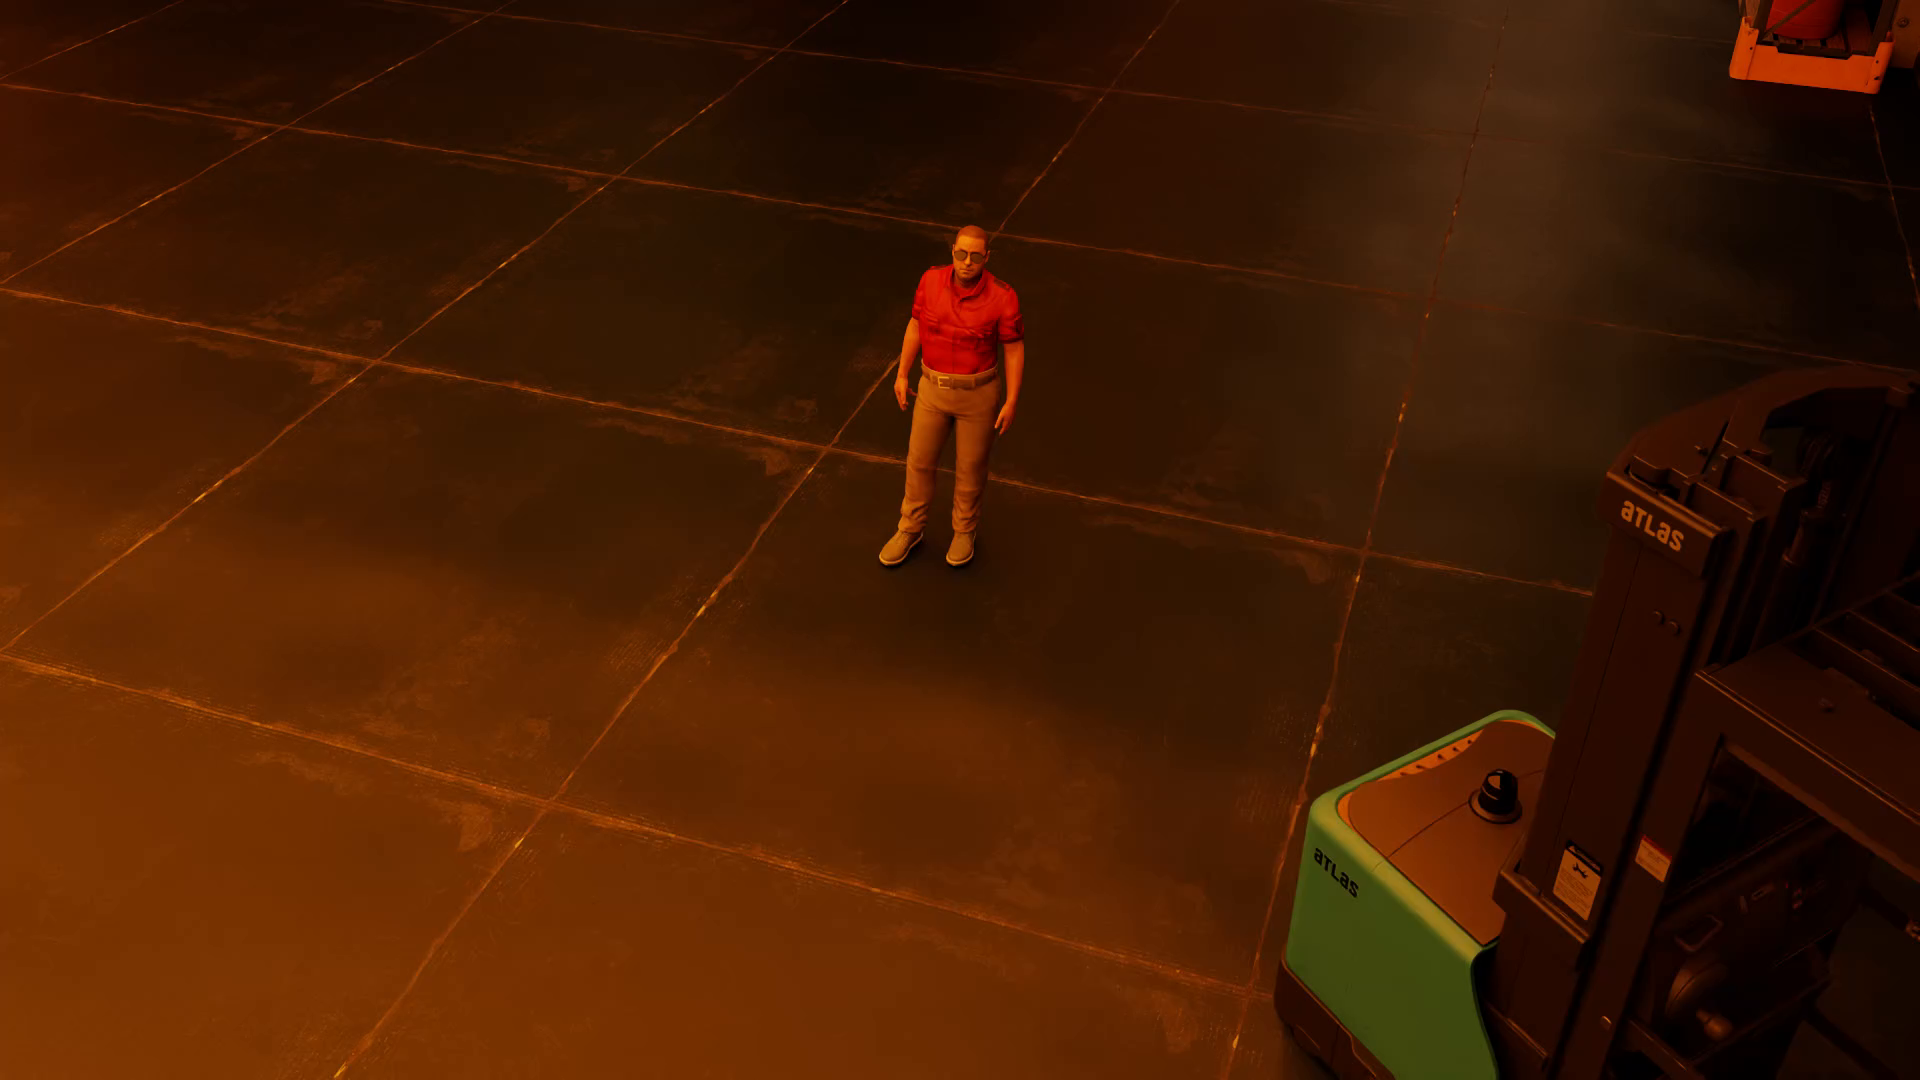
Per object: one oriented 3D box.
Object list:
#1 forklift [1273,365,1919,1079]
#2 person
[{"bbox_3d":[2.345,1.138,4.505,1.130,2.935,3.031,-19,40,-25],"label":"forklift"},{"bbox_3d":[-0.041,-0.665,8.075,0.642,1.727,0.550,12,37,16],"label":"person"}]
